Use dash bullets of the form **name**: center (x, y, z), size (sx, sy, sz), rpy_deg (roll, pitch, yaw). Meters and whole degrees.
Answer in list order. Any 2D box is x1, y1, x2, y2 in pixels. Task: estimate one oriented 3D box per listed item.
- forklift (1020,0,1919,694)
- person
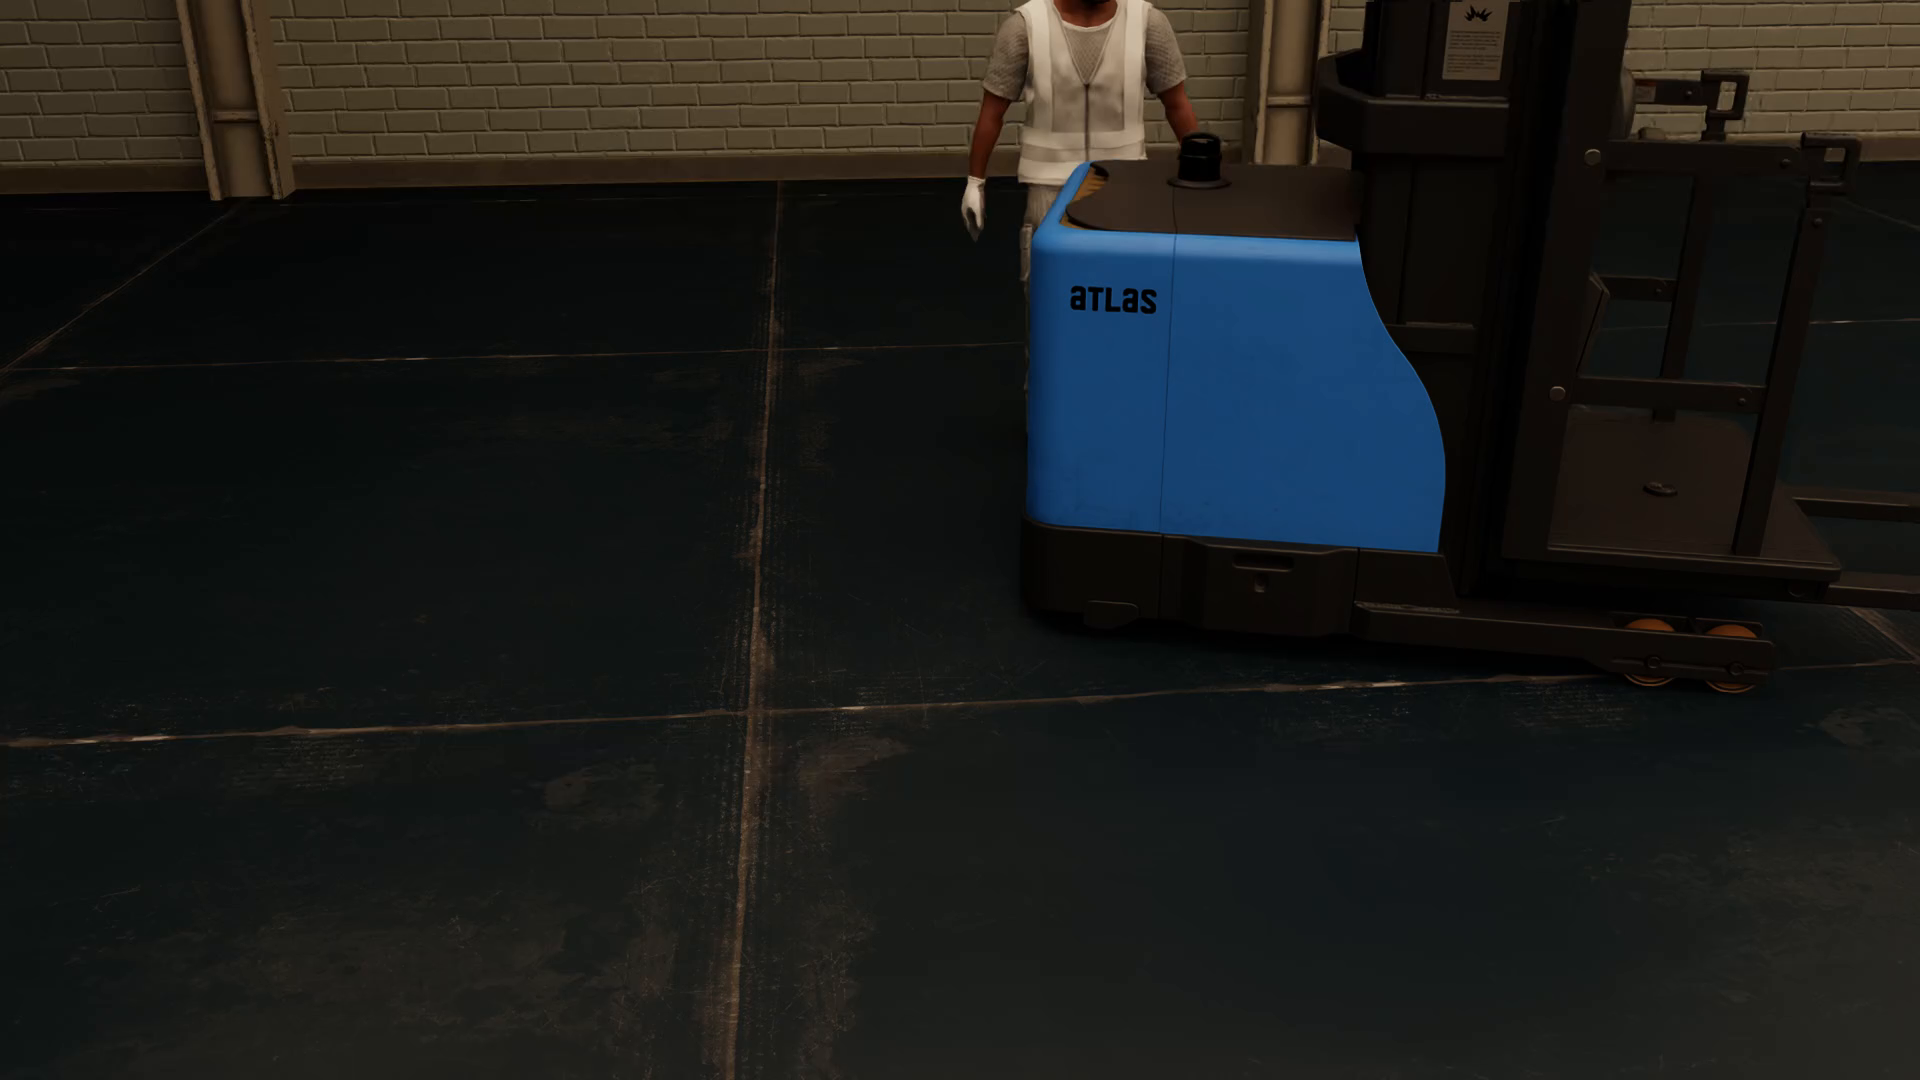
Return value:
- **forklift**: center (1.729, -1.193, 4.070), size (3.031, 2.935, 1.130), rpy_deg (4, 24, 10)
- **person**: center (0.426, -1.158, 5.462), size (0.840, 1.752, 0.399), rpy_deg (-2, 24, -4)
